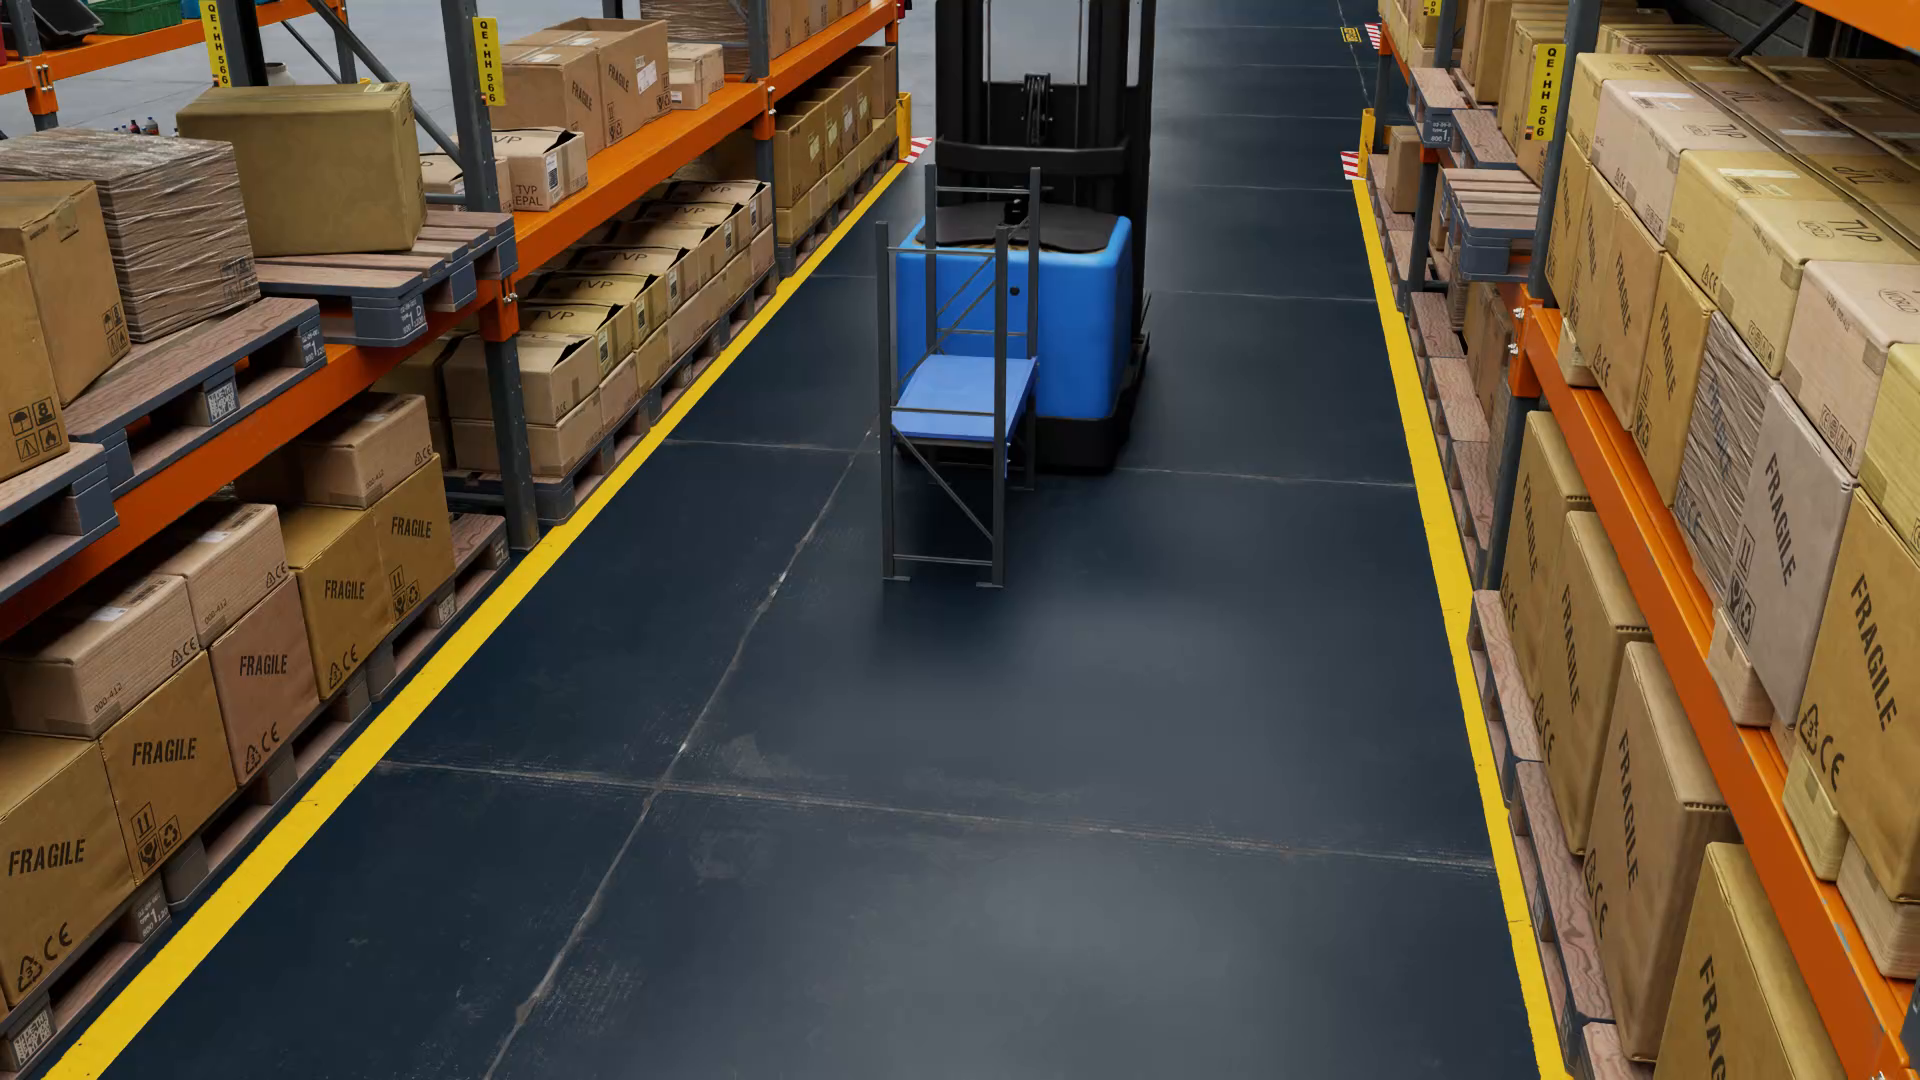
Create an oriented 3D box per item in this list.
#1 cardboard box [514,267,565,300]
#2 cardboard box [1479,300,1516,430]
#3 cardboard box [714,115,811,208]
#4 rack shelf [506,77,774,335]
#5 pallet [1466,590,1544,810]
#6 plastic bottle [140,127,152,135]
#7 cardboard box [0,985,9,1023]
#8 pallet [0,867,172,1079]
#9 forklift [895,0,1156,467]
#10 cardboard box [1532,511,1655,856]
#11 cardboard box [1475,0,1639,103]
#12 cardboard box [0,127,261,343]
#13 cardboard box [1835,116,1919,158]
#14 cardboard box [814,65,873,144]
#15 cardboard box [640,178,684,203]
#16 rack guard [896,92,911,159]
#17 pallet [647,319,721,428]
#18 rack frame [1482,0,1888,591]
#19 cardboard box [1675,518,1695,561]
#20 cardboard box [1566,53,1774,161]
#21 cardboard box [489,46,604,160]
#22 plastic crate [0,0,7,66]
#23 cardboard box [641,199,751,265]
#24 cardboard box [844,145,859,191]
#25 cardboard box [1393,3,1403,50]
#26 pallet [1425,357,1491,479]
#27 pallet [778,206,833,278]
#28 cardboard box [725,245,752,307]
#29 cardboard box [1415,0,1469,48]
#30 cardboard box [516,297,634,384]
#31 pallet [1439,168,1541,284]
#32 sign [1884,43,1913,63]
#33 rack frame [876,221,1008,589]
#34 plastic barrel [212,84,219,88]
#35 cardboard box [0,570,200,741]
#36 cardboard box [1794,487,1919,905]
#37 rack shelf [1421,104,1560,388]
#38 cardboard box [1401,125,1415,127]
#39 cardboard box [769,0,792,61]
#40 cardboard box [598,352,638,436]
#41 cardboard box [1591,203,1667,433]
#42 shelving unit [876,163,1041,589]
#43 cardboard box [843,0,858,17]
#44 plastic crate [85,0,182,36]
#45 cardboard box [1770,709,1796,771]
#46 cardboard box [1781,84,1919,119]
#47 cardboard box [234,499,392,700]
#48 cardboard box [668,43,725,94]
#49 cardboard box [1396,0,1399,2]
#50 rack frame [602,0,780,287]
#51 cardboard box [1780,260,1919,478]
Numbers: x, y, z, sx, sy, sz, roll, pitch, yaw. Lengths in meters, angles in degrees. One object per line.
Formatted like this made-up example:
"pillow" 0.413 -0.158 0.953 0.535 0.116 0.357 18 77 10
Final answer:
"cardboard box" -2.323 -1.226 8.417 0.500 0.311 0.500 4 25 8
"cardboard box" 2.877 -0.809 7.870 0.700 0.500 0.500 4 25 8
"cardboard box" -1.291 -2.492 10.898 0.500 0.500 0.500 4 25 9
"rack shelf" -2.002 -1.872 8.561 1.077 0.370 4.000 4 25 9
"pallet" 2.355 0.567 5.789 1.003 0.211 1.213 4 25 9
"plastic bottle" -6.529 -3.204 13.339 0.097 0.201 0.097 0 25 0
"cardboard box" -2.663 1.059 3.880 0.500 0.500 0.500 3 25 6
"pallet" -2.887 1.231 4.371 1.003 0.211 1.213 4 25 9
"forklift" 0.465 -2.267 8.635 1.130 2.935 3.031 5 25 10
"cardboard box" 2.159 0.428 4.839 0.750 0.750 0.750 4 25 8
"cardboard box" 2.997 -2.494 8.403 0.700 0.500 0.500 7 26 14
"cardboard box" -2.659 -0.957 5.143 0.700 0.500 0.500 9 27 18
"cardboard box" 2.565 -0.911 4.280 0.500 0.250 0.500 3 25 7
"cardboard box" -0.965 -3.328 12.685 0.500 0.500 0.500 4 25 9
"cardboard box" -1.989 -2.078 10.238 0.500 0.311 0.500 4 25 9
"rack guard" -1.018 -3.586 14.321 1.175 0.500 0.348 4 25 9
"pallet" -1.954 -0.949 9.029 1.003 0.211 1.213 4 25 9
"rack frame" 2.558 -1.020 5.891 1.000 3.000 0.127 4 25 9
"cardboard box" 1.986 -0.042 4.074 0.380 0.149 0.250 5 26 10
"cardboard box" 2.225 -1.365 5.251 0.500 0.250 0.500 5 25 10
"cardboard box" -2.071 -2.110 8.102 0.500 0.500 0.500 3 25 6
"plastic crate" -6.339 -3.185 10.440 0.402 0.464 0.583 4 25 9
"cardboard box" -1.538 -1.826 9.700 0.500 0.311 0.500 5 25 10
"cardboard box" -1.051 -2.780 12.398 0.500 0.250 0.500 4 25 9
"cardboard box" 3.228 -3.483 11.306 0.500 0.250 0.500 4 25 9
"pallet" 2.889 -0.593 8.267 1.003 0.211 1.213 4 25 9
"pallet" -1.504 -2.102 11.491 1.003 0.211 1.213 4 25 9
"cardboard box" -1.542 -1.575 9.824 0.500 0.250 0.500 4 25 8
"cardboard box" 2.984 -3.193 9.802 0.500 0.500 0.500 4 25 8
"cardboard box" -1.876 -0.980 7.891 0.500 0.311 0.500 3 25 7
"pallet" 2.570 -1.239 6.584 1.213 0.211 1.003 4 25 9
"sign" 3.107 -1.507 5.567 0.100 0.325 0.005 4 25 9
"rack frame" -0.069 -0.502 6.554 0.500 1.500 0.032 4 25 9
"plastic barrel" -6.022 -3.626 13.897 0.421 0.512 0.421 0 25 0
"cardboard box" -2.500 0.301 4.614 0.500 0.250 0.500 4 25 9
"cardboard box" 1.732 0.253 2.678 0.500 0.500 0.500 4 25 8
"rack shelf" 2.885 -1.531 7.831 1.077 0.370 4.000 4 25 9
"cardboard box" 3.664 -3.064 12.911 0.500 0.311 0.500 1 25 3
"cardboard box" -1.529 -3.487 11.044 0.700 0.500 0.500 4 25 8
"cardboard box" -1.873 -0.716 7.989 0.500 0.250 0.500 3 25 7
"cardboard box" 2.050 -0.598 4.497 0.500 0.500 0.500 4 25 8
"shelving unit" 0.014 -0.715 7.008 0.538 1.500 1.048 4 25 9
"cardboard box" -1.192 -4.339 12.863 0.700 0.500 0.500 5 25 10
"plastic crate" -6.061 -3.832 12.148 0.450 0.188 0.662 4 25 9
"cardboard box" 1.785 0.384 3.164 0.380 0.149 0.250 5 26 10
"cardboard box" 2.652 -1.125 4.738 0.500 0.250 0.500 3 25 7
"cardboard box" -2.335 0.195 5.725 0.500 0.500 0.500 3 25 7
"cardboard box" -1.713 -2.758 9.781 0.500 0.250 0.500 6 26 12
"cardboard box" 3.310 -4.046 11.625 0.500 0.500 0.500 3 25 7
"rack frame" -1.676 -3.035 10.195 1.000 3.000 0.127 4 25 9
"cardboard box" 1.822 -0.302 2.980 0.500 0.250 0.500 5 25 10
